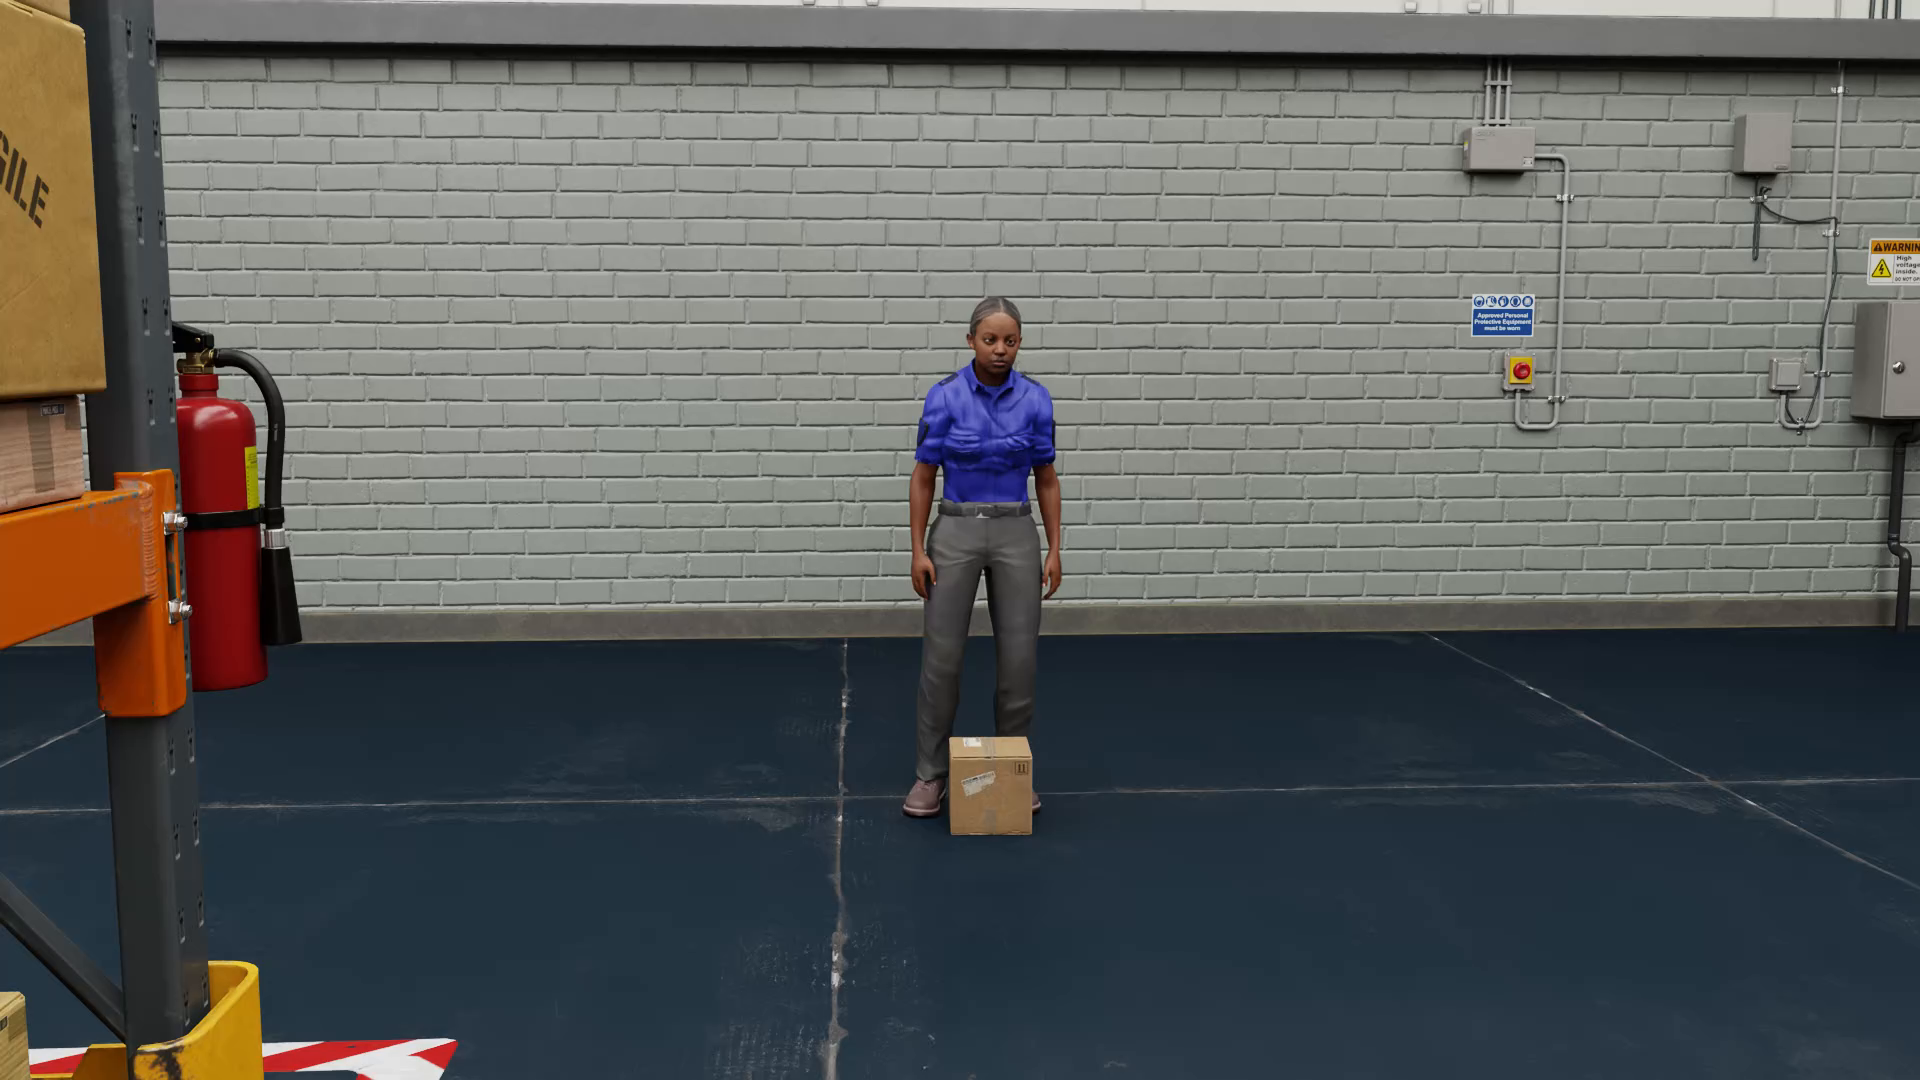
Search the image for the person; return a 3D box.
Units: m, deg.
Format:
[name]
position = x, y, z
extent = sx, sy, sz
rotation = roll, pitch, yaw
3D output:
[person]
position = 0.071, 0.048, 5.382
extent = 0.532, 1.655, 0.349
rotation = -1, 7, -7
